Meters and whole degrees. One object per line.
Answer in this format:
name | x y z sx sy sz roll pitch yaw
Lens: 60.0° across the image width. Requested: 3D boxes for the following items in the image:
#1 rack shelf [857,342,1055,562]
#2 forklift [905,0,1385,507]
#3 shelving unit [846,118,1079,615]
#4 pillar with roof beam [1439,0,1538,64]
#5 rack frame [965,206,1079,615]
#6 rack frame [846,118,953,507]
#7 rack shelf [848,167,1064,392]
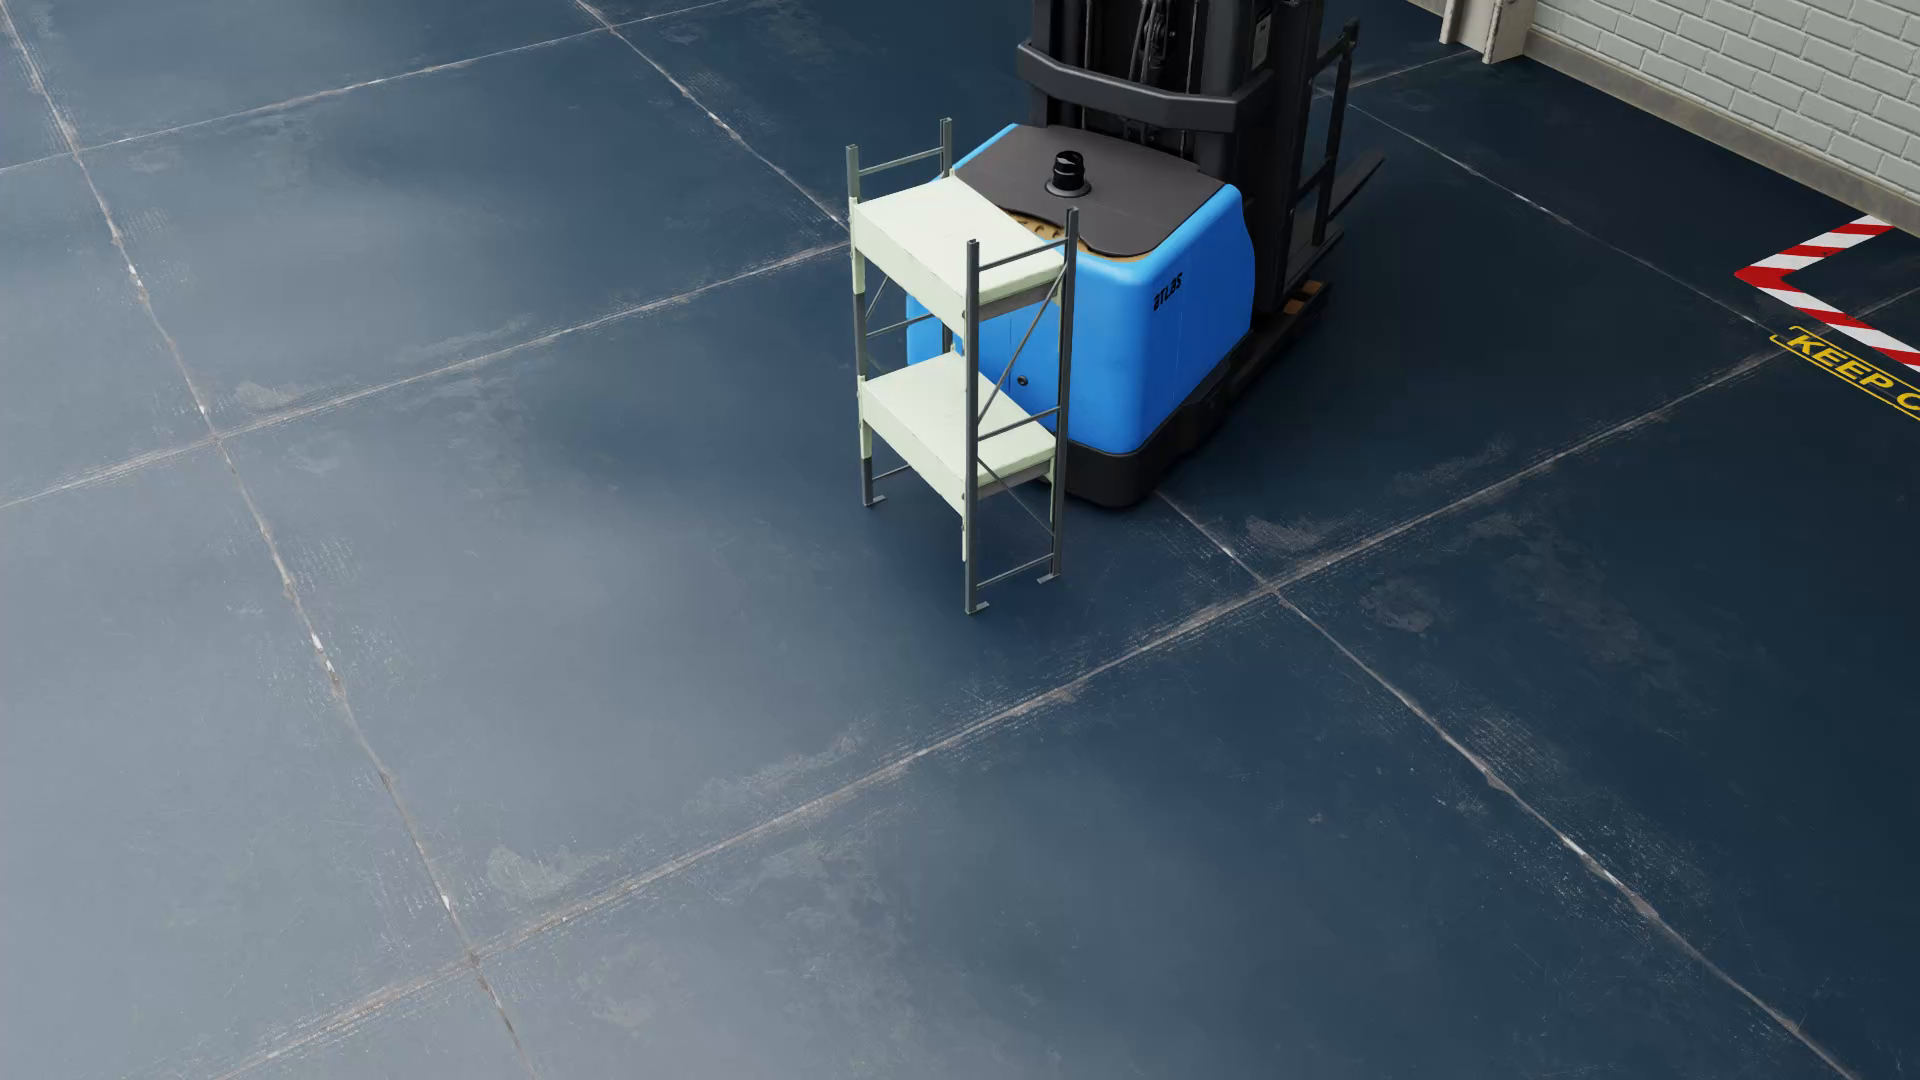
rack shelf | -0.004 -0.329 5.983 0.431 0.370 0.720 -22 45 -24
forklift | 0.997 -2.166 6.559 1.130 2.935 3.031 22 45 25
shelving unit | -0.004 -0.580 5.774 0.431 1.500 0.755 -22 45 -24
pillar with roof beam | -0.582 -4.855 5.047 9.100 9.000 0.400 -22 45 -24
rack frame | 0.193 -0.382 5.537 0.400 1.500 0.023 -22 45 -24
rack frame | -0.200 -0.777 6.011 0.400 1.500 0.023 -22 45 -24
rack shelf | -0.004 -0.880 5.524 0.431 0.370 0.720 -22 45 -24
